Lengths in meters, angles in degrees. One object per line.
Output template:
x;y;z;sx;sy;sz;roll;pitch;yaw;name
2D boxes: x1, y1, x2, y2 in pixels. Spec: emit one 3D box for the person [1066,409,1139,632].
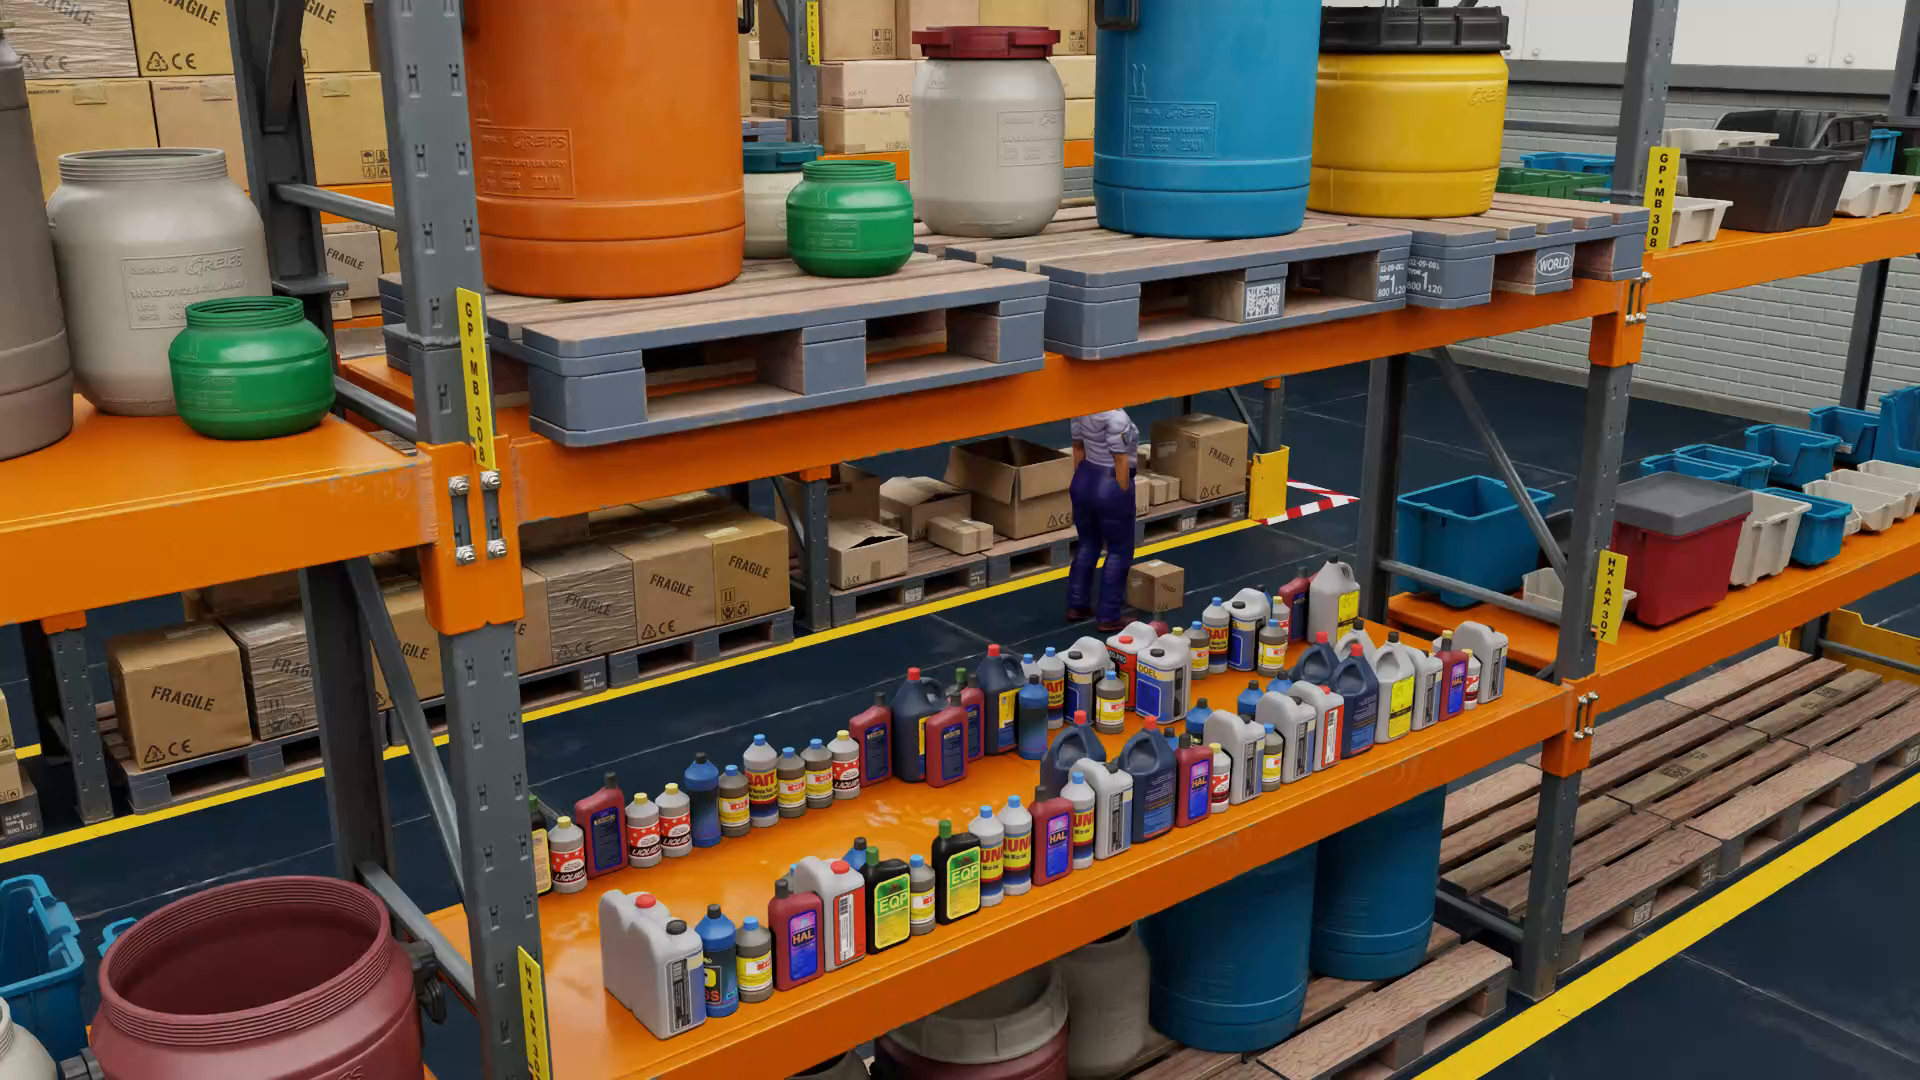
0.858;-0.276;9.969;0.342;1.659;0.469;-13;22;-35;person
